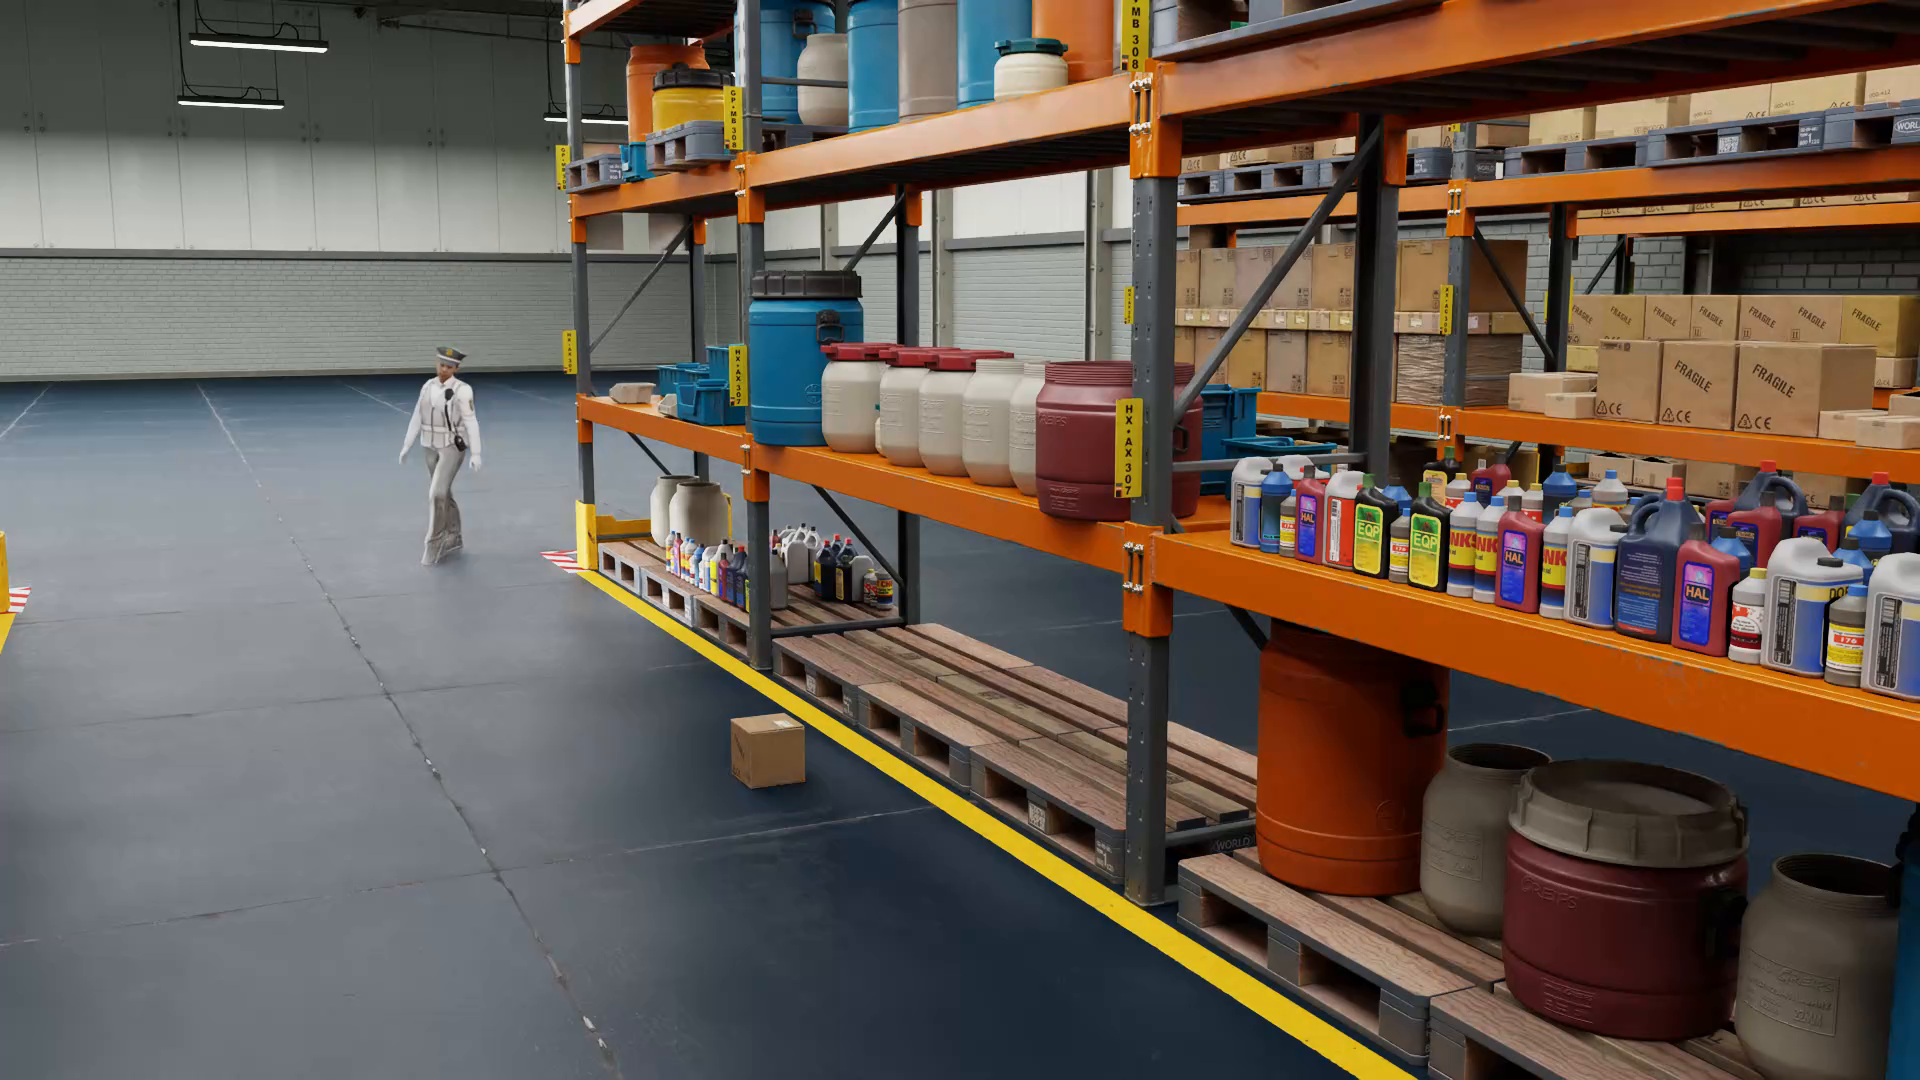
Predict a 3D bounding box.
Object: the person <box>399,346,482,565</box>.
[{"bbox_3d":[-4.080,-0.655,13.033,0.599,1.724,0.623,4,9,24],"label":"person"}]
